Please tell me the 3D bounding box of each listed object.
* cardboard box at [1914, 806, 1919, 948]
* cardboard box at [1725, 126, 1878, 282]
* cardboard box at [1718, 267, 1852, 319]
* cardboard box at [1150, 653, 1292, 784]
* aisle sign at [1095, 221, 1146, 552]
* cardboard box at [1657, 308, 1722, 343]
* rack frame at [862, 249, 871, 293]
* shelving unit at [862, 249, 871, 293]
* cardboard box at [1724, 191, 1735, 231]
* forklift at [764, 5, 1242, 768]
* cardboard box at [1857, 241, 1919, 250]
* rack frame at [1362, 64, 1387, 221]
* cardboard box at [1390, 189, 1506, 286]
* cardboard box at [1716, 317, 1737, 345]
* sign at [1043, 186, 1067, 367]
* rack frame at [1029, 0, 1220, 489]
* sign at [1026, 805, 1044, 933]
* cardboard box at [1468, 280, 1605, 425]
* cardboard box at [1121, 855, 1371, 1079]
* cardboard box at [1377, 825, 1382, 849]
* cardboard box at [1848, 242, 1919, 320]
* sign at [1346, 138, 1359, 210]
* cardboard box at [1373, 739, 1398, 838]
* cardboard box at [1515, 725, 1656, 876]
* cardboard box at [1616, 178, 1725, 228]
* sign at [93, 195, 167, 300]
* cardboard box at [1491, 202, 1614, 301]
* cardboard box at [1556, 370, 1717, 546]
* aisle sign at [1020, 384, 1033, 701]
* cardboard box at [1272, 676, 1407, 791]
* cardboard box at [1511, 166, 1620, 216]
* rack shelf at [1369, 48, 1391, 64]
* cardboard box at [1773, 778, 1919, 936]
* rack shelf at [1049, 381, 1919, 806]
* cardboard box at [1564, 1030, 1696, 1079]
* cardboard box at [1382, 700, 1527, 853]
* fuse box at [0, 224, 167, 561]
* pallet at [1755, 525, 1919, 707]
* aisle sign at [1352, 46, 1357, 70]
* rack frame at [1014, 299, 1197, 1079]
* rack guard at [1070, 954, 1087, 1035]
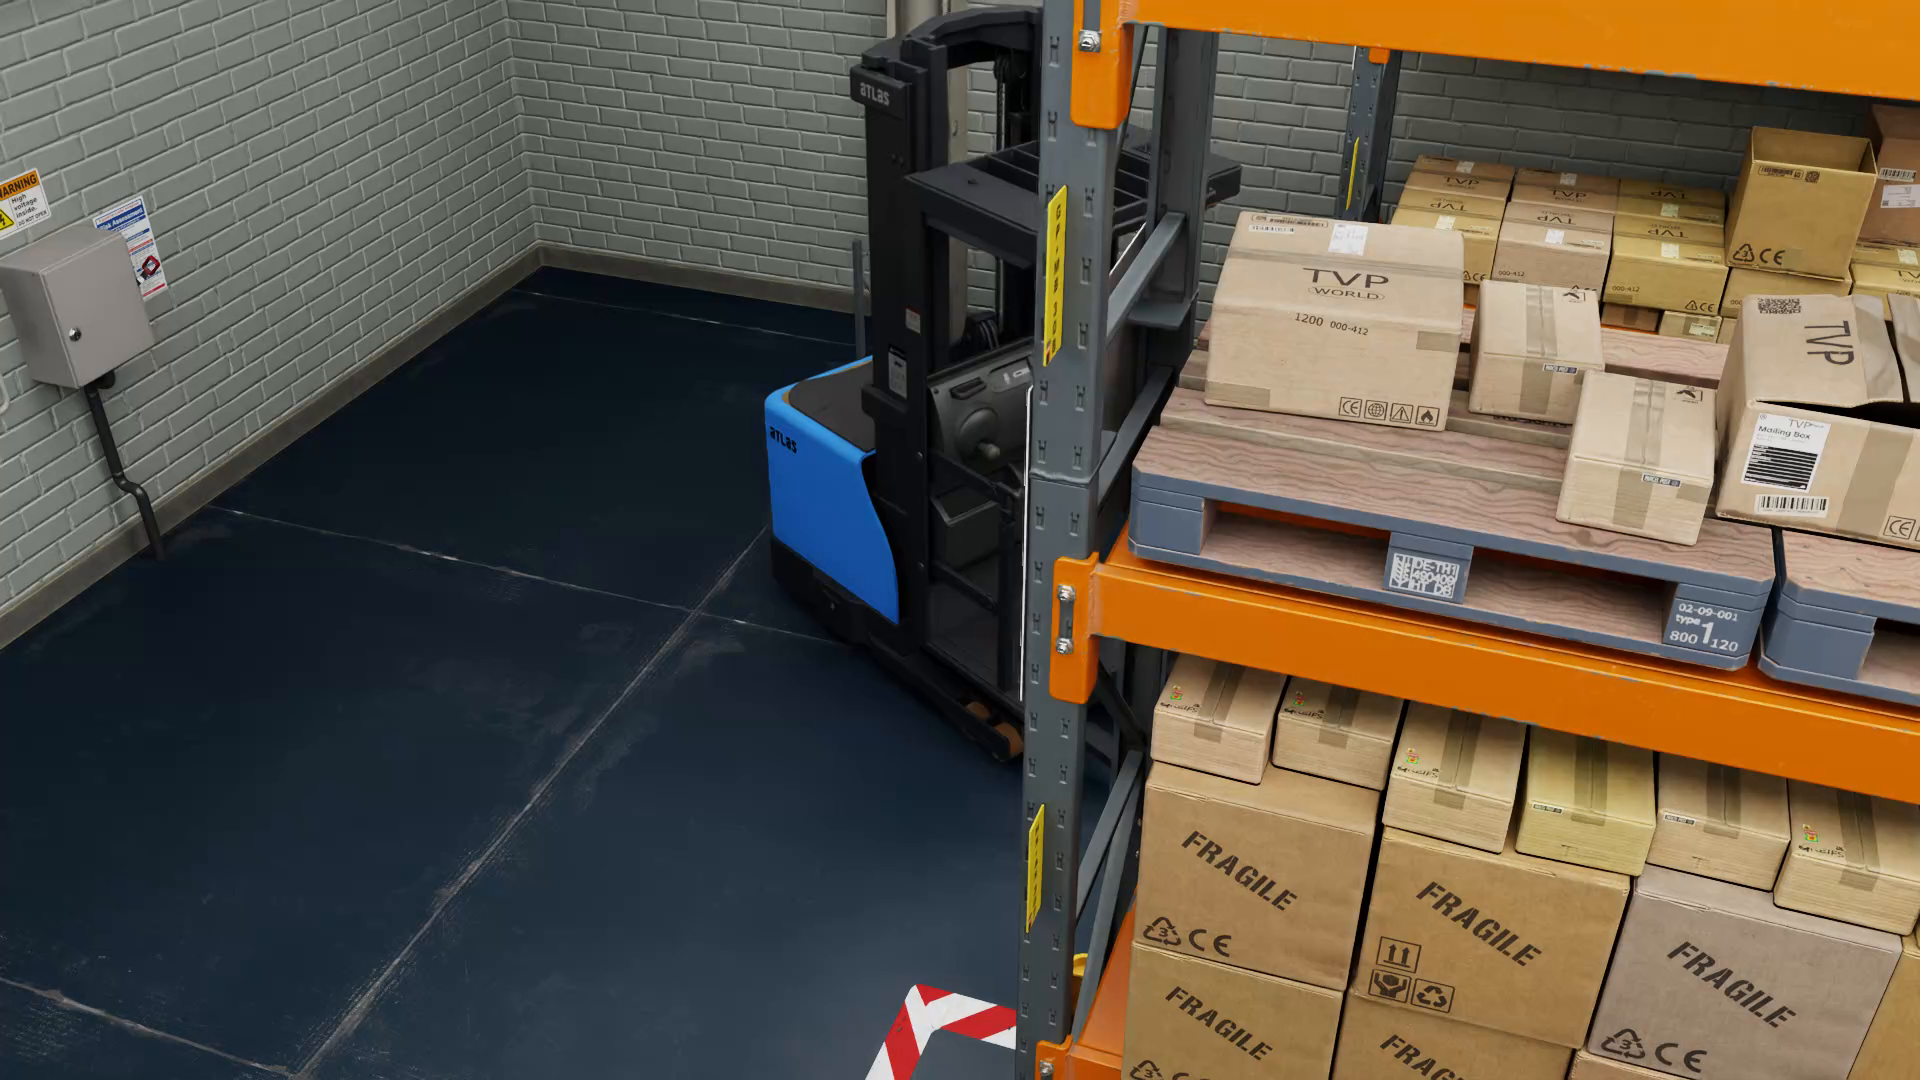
[{"bbox_3d":[2.056,0.667,3.340,0.250,0.149,0.380,10,34,15],"label":"cardboard box"},{"bbox_3d":[3.789,-1.528,7.523,0.500,0.500,0.500,12,35,18],"label":"cardboard box"},{"bbox_3d":[3.819,-1.221,7.740,0.500,0.250,0.500,10,34,15],"label":"cardboard box"},{"bbox_3d":[0.611,0.361,3.813,0.250,0.149,0.380,12,35,17],"label":"cardboard box"},{"bbox_3d":[0.407,-0.374,4.167,0.004,0.787,0.394,11,34,16],"label":"aisle sign"},{"bbox_3d":[3.454,-1.079,7.887,0.250,0.149,0.380,10,34,15],"label":"cardboard box"},{"bbox_3d":[-0.407,-0.980,8.884,0.013,1.308,0.475,16,36,24],"label":"rack frame"},{"bbox_3d":[0.032,-0.850,8.684,1.083,1.500,0.587,16,36,24],"label":"shelving unit"},{"bbox_3d":[4.005,-1.475,8.133,0.500,0.250,0.500,11,34,16],"label":"cardboard box"},{"bbox_3d":[0.394,-0.576,6.940,1.130,2.935,3.031,-25,40,-33],"label":"forklift"},{"bbox_3d":[4.472,-1.388,7.998,0.500,0.250,0.500,12,35,18],"label":"cardboard box"},{"bbox_3d":[2.040,-1.644,8.531,0.053,2.616,0.949,11,34,16],"label":"rack frame"},{"bbox_3d":[2.377,-1.487,8.151,0.500,0.250,0.500,11,34,17],"label":"cardboard box"},{"bbox_3d":[3.708,-1.041,7.828,0.250,0.149,0.380,12,35,18],"label":"cardboard box"},{"bbox_3d":[0.177,-0.489,3.097,0.005,0.325,0.100,11,34,16],"label":"sign"},{"bbox_3d":[0.370,-1.631,2.979,0.127,3.000,1.000,11,34,16],"label":"rack frame"},{"bbox_3d":[0.177,0.775,3.913,0.005,0.325,0.100,11,34,16],"label":"sign"},{"bbox_3d":[1.245,-0.411,3.608,0.250,0.149,0.380,8,34,13],"label":"cardboard box"},{"bbox_3d":[0.725,1.082,4.216,0.500,0.500,0.500,11,34,16],"label":"cardboard box"},{"bbox_3d":[1.380,0.900,4.498,0.500,0.500,0.500,10,34,15],"label":"cardboard box"},{"bbox_3d":[4.303,-1.126,7.593,0.500,0.250,0.500,11,34,16],"label":"cardboard box"},{"bbox_3d":[1.858,-1.732,7.869,0.005,0.325,0.100,11,34,16],"label":"sign"},{"bbox_3d":[0.904,0.394,4.360,0.500,0.500,0.500,12,35,18],"label":"cardboard box"},{"bbox_3d":[1.341,0.518,3.570,0.250,0.149,0.380,10,34,15],"label":"cardboard box"},{"bbox_3d":[3.513,-1.571,8.281,0.500,0.250,0.500,12,35,18],"label":"cardboard box"},{"bbox_3d":[-4.129,-1.426,8.281,0.001,0.494,0.329,11,34,16],"label":"sign"},{"bbox_3d":[2.852,-1.395,8.009,0.500,0.250,0.500,11,35,17],"label":"cardboard box"},{"bbox_3d":[1.316,-0.167,3.230,0.250,0.149,0.380,12,35,18],"label":"cardboard box"},{"bbox_3d":[0.204,-0.068,3.692,0.004,0.787,0.394,11,34,16],"label":"aisle sign"},{"bbox_3d":[0.881,0.373,3.795,0.250,0.149,0.380,12,35,18],"label":"cardboard box"},{"bbox_3d":[3.048,-1.664,8.426,0.500,0.250,0.500,11,34,17],"label":"cardboard box"},{"bbox_3d":[3.924,-2.237,7.348,4.000,0.370,1.077,11,34,16],"label":"rack shelf"},{"bbox_3d":[1.827,0.606,3.433,0.250,0.149,0.380,11,35,17],"label":"cardboard box"},{"bbox_3d":[2.252,0.298,3.421,4.000,0.370,1.077,11,34,16],"label":"rack shelf"},{"bbox_3d":[1.683,1.263,3.937,0.500,0.500,0.500,11,34,16],"label":"cardboard box"},{"bbox_3d":[1.087,0.479,3.630,0.250,0.149,0.380,12,35,18],"label":"cardboard box"},{"bbox_3d":[-4.100,-0.635,8.156,0.414,1.711,0.539,11,34,16],"label":"fuse box"},{"bbox_3d":[2.224,0.020,3.271,1.213,0.211,1.003,11,34,16],"label":"pallet"},{"bbox_3d":[1.878,-2.600,7.615,0.004,0.787,0.394,11,34,16],"label":"aisle sign"},{"bbox_3d":[0.370,0.890,4.607,0.127,3.000,1.000,11,34,16],"label":"rack frame"},{"bbox_3d":[0.347,1.935,5.291,0.348,0.500,1.175,11,34,16],"label":"rack guard"}]
